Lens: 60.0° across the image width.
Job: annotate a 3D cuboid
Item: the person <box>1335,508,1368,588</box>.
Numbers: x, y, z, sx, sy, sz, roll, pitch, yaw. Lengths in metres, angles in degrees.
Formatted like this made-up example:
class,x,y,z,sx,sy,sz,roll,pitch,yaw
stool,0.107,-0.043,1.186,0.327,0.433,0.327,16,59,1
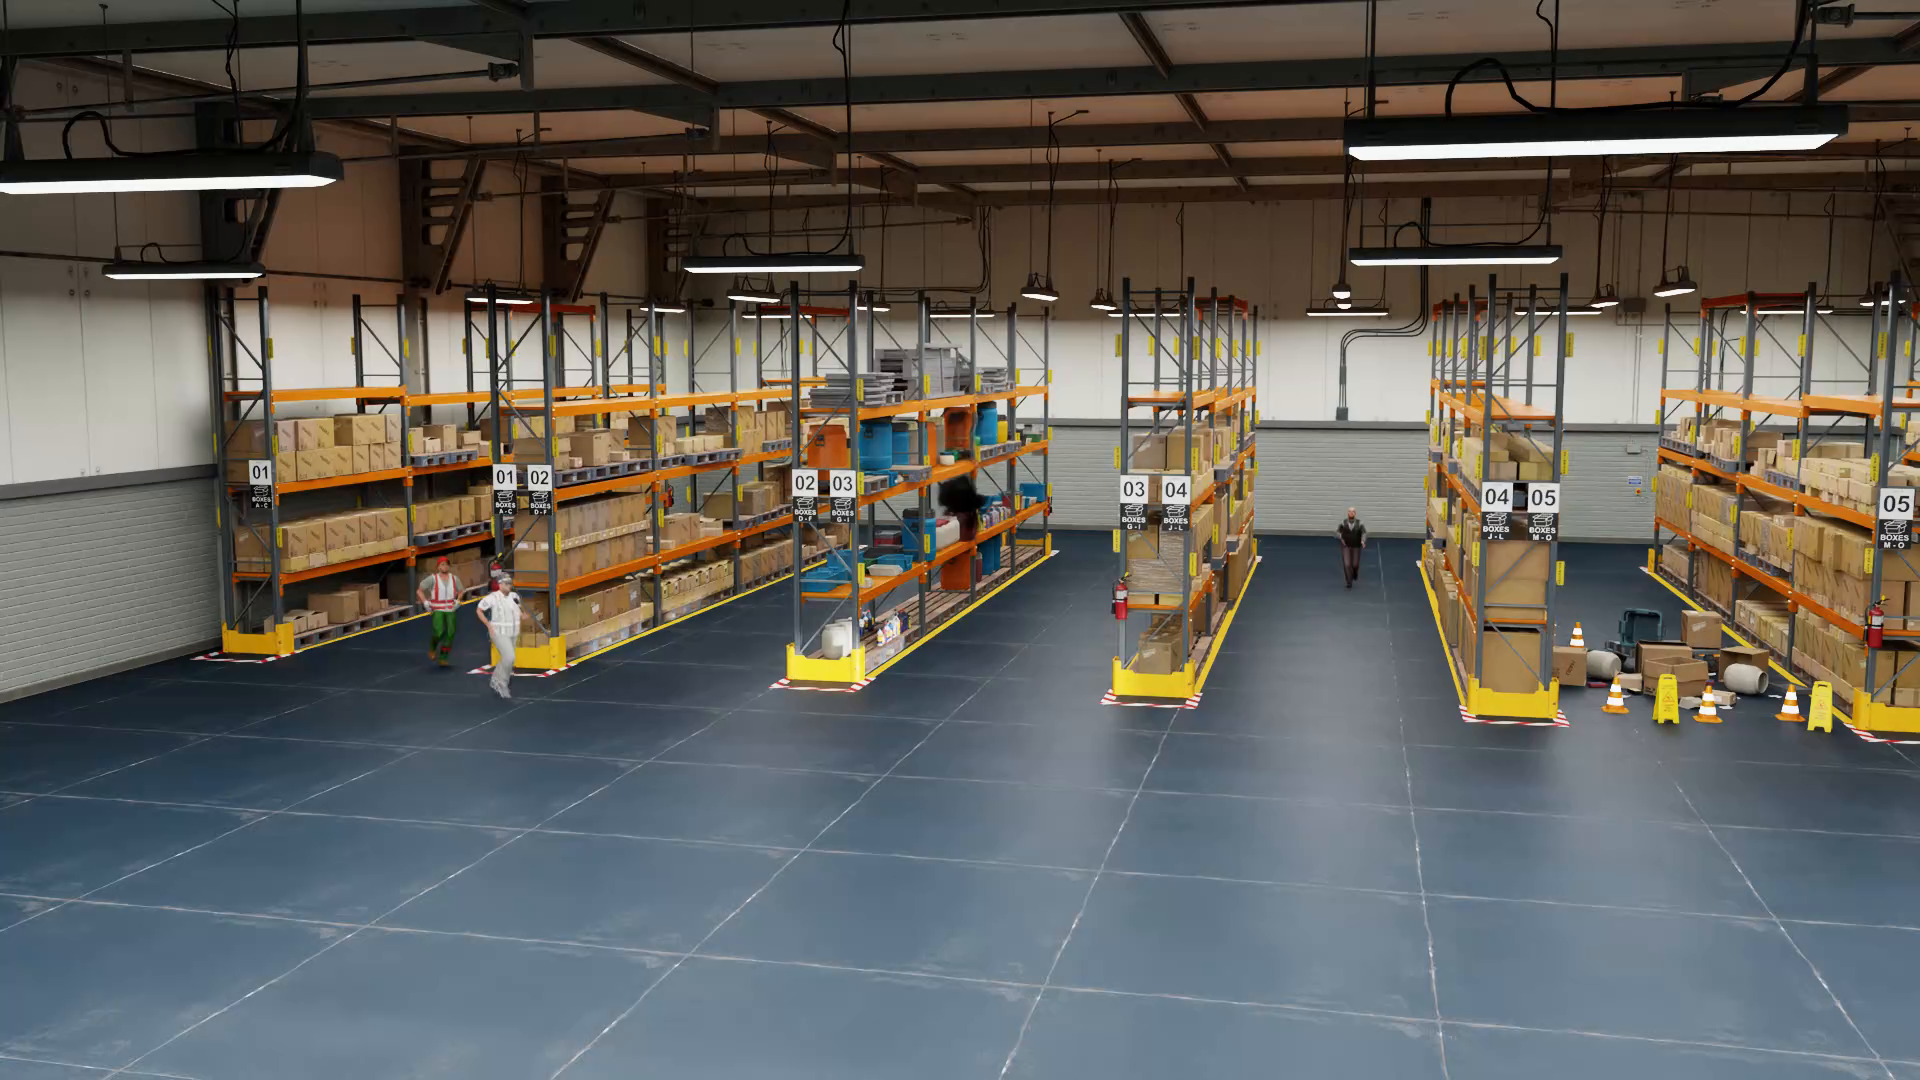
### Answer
class,x,y,z,sx,sy,sz,roll,pitch,yaw
person,8.240,0.158,35.037,0.661,1.680,0.584,2,7,13

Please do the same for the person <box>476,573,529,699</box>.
class,x,y,z,sx,sy,sz,roll,pitch,yaw
person,-6.558,1.387,24.025,0.753,1.836,0.636,4,8,30

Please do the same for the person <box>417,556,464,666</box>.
class,x,y,z,sx,sy,sz,roll,pitch,yaw
person,-8.166,1.124,26.288,0.709,1.731,0.538,-5,8,-37
